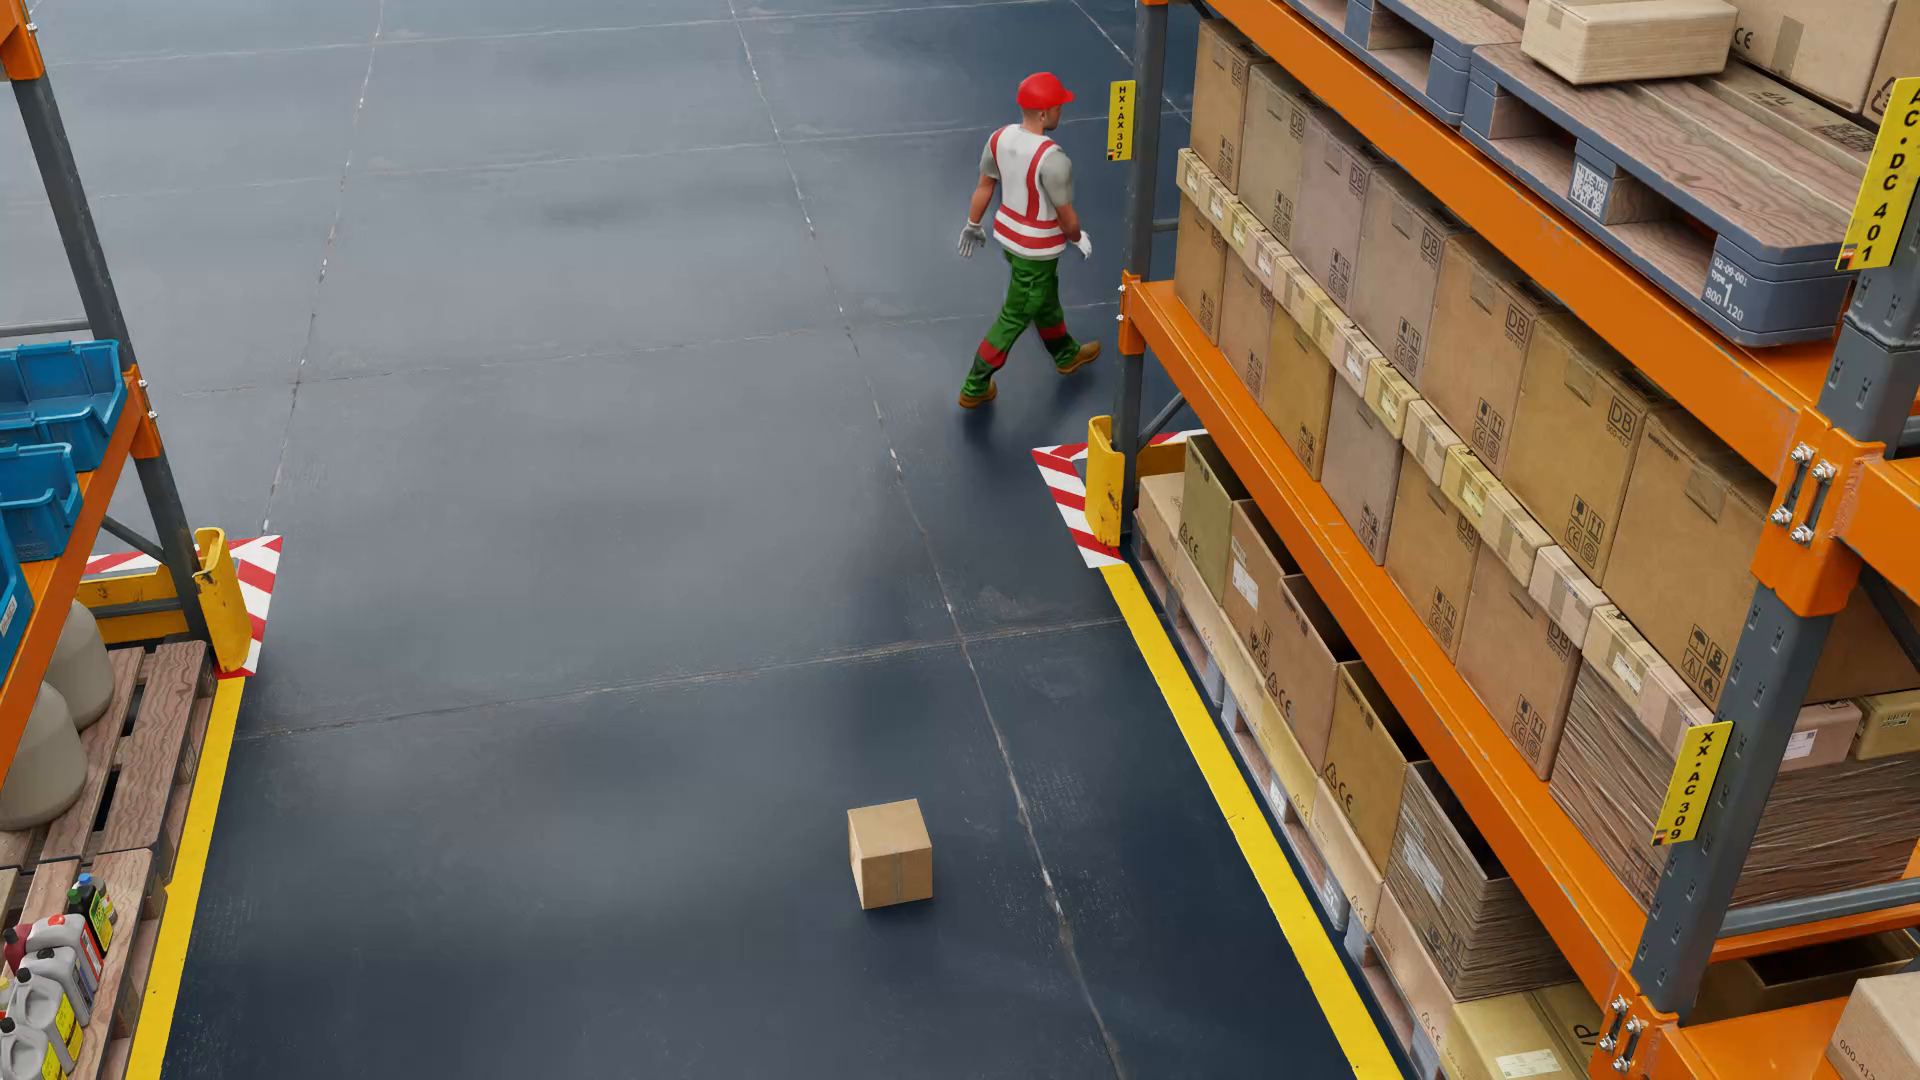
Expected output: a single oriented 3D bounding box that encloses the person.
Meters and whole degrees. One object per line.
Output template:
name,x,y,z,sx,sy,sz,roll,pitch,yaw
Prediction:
person,0.402,-1.533,8.388,0.980,1.736,0.636,-20,39,-27
